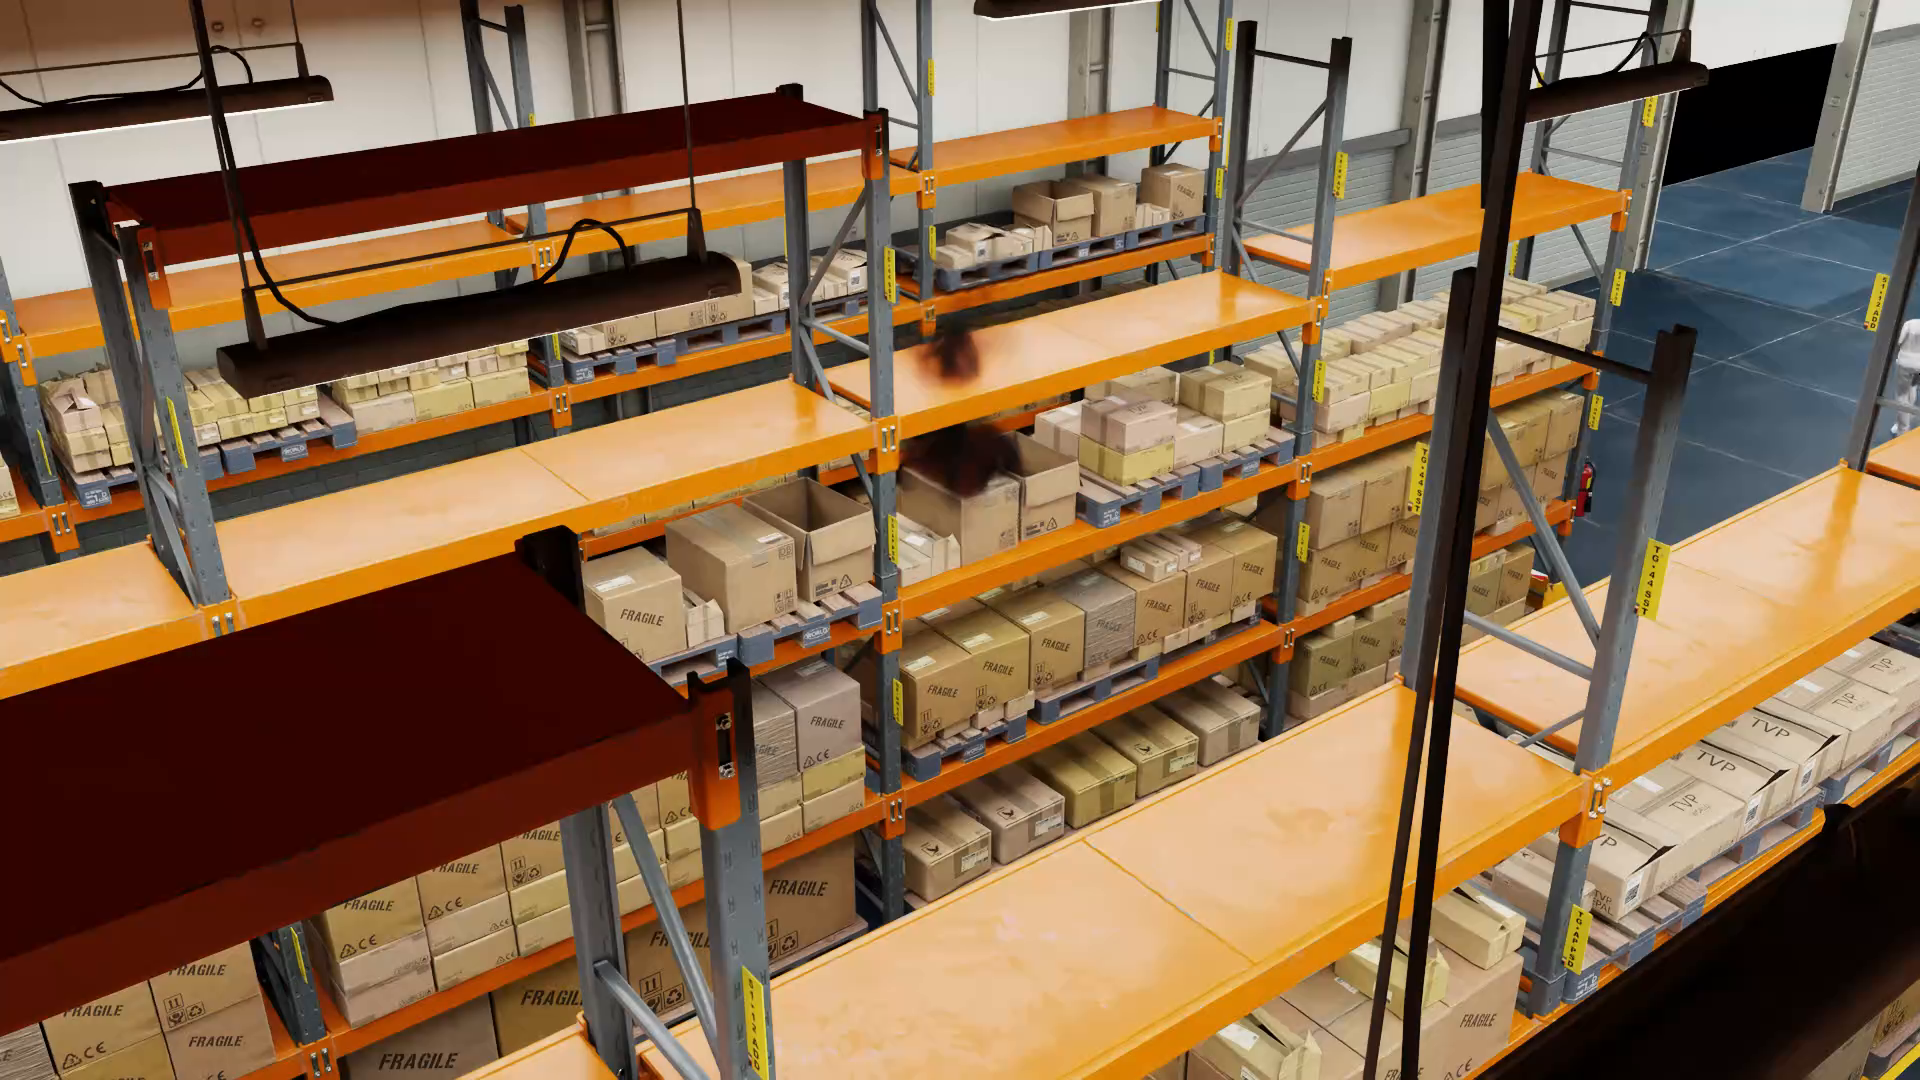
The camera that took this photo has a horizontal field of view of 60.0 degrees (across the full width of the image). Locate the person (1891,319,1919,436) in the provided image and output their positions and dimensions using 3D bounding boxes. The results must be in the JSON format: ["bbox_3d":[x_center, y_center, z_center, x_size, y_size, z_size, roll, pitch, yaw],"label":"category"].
[{"bbox_3d":[11.750,-2.138,20.493,0.674,1.809,0.696,3,26,6],"label":"person"}]
